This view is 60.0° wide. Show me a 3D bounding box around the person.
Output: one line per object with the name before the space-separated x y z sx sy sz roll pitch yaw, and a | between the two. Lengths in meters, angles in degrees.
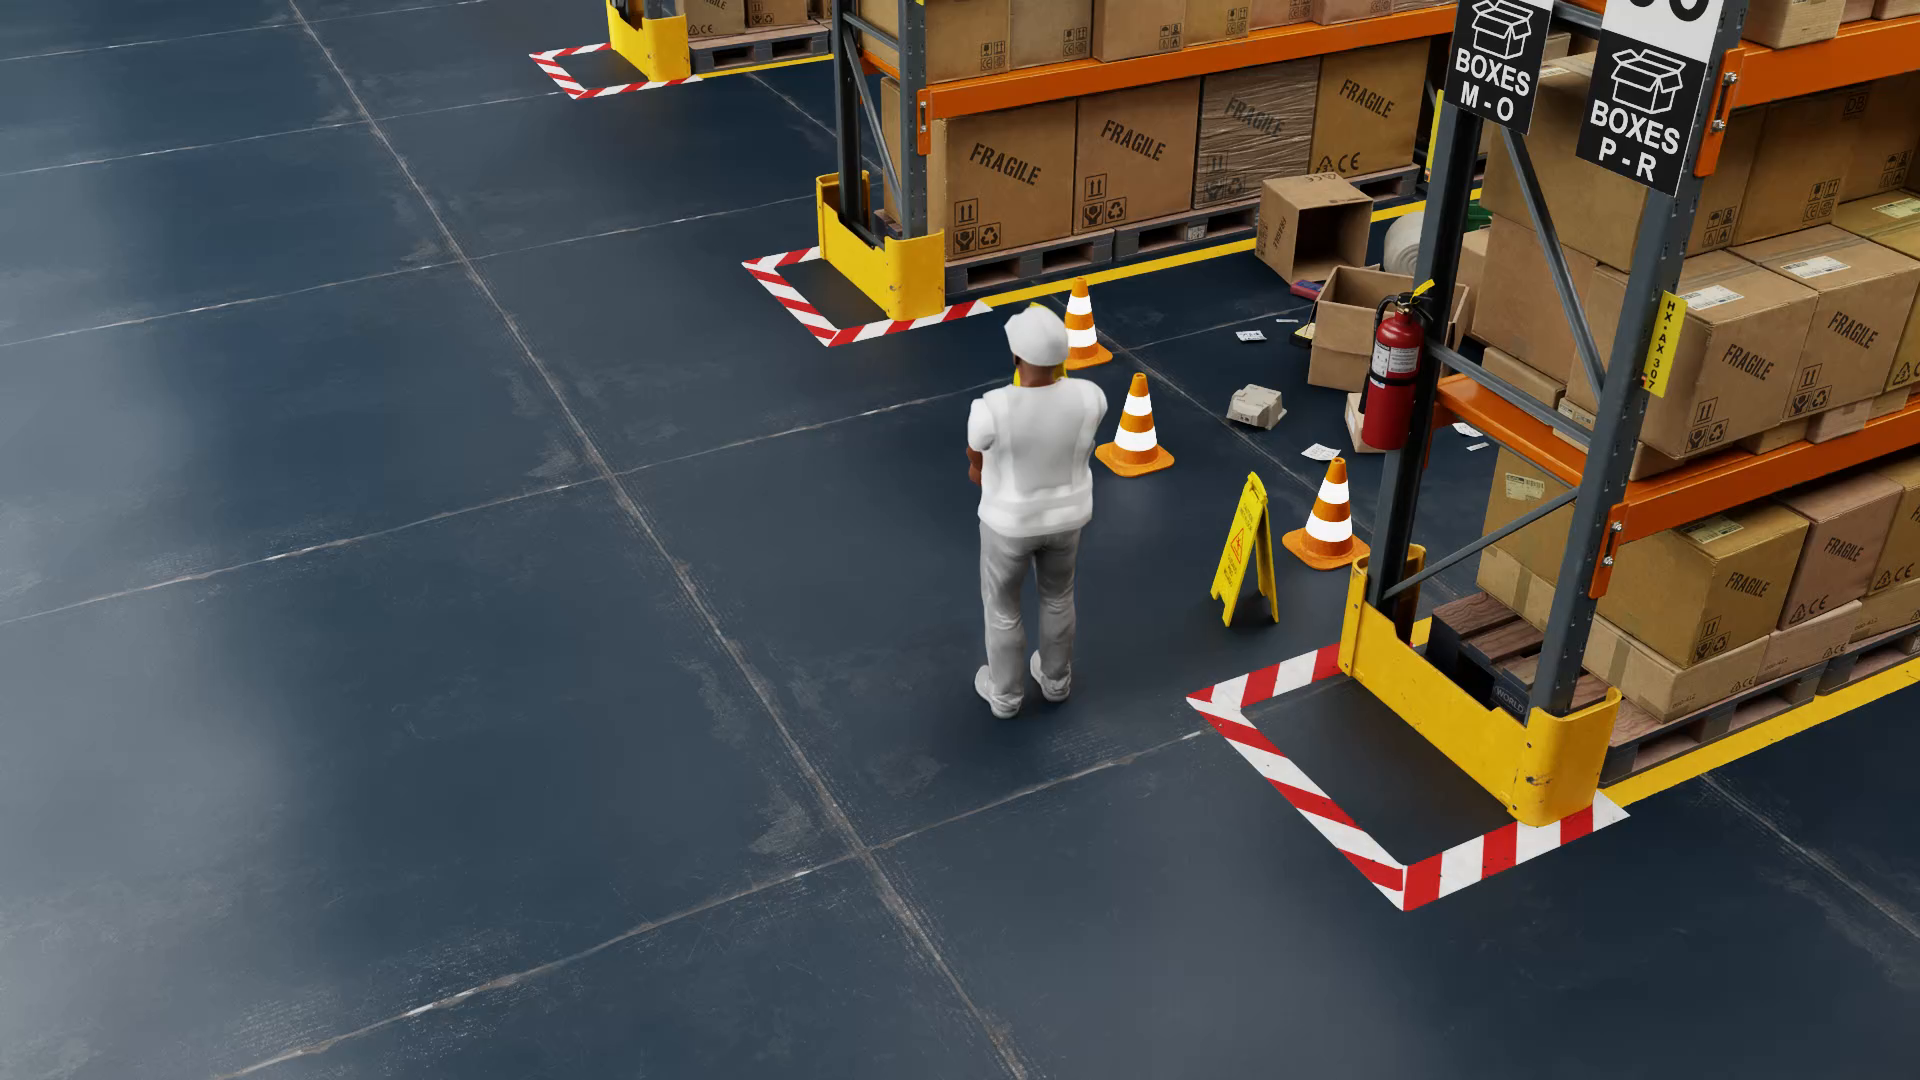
person | 0.242 -0.140 6.340 0.503 1.760 0.587 -8 34 -13
